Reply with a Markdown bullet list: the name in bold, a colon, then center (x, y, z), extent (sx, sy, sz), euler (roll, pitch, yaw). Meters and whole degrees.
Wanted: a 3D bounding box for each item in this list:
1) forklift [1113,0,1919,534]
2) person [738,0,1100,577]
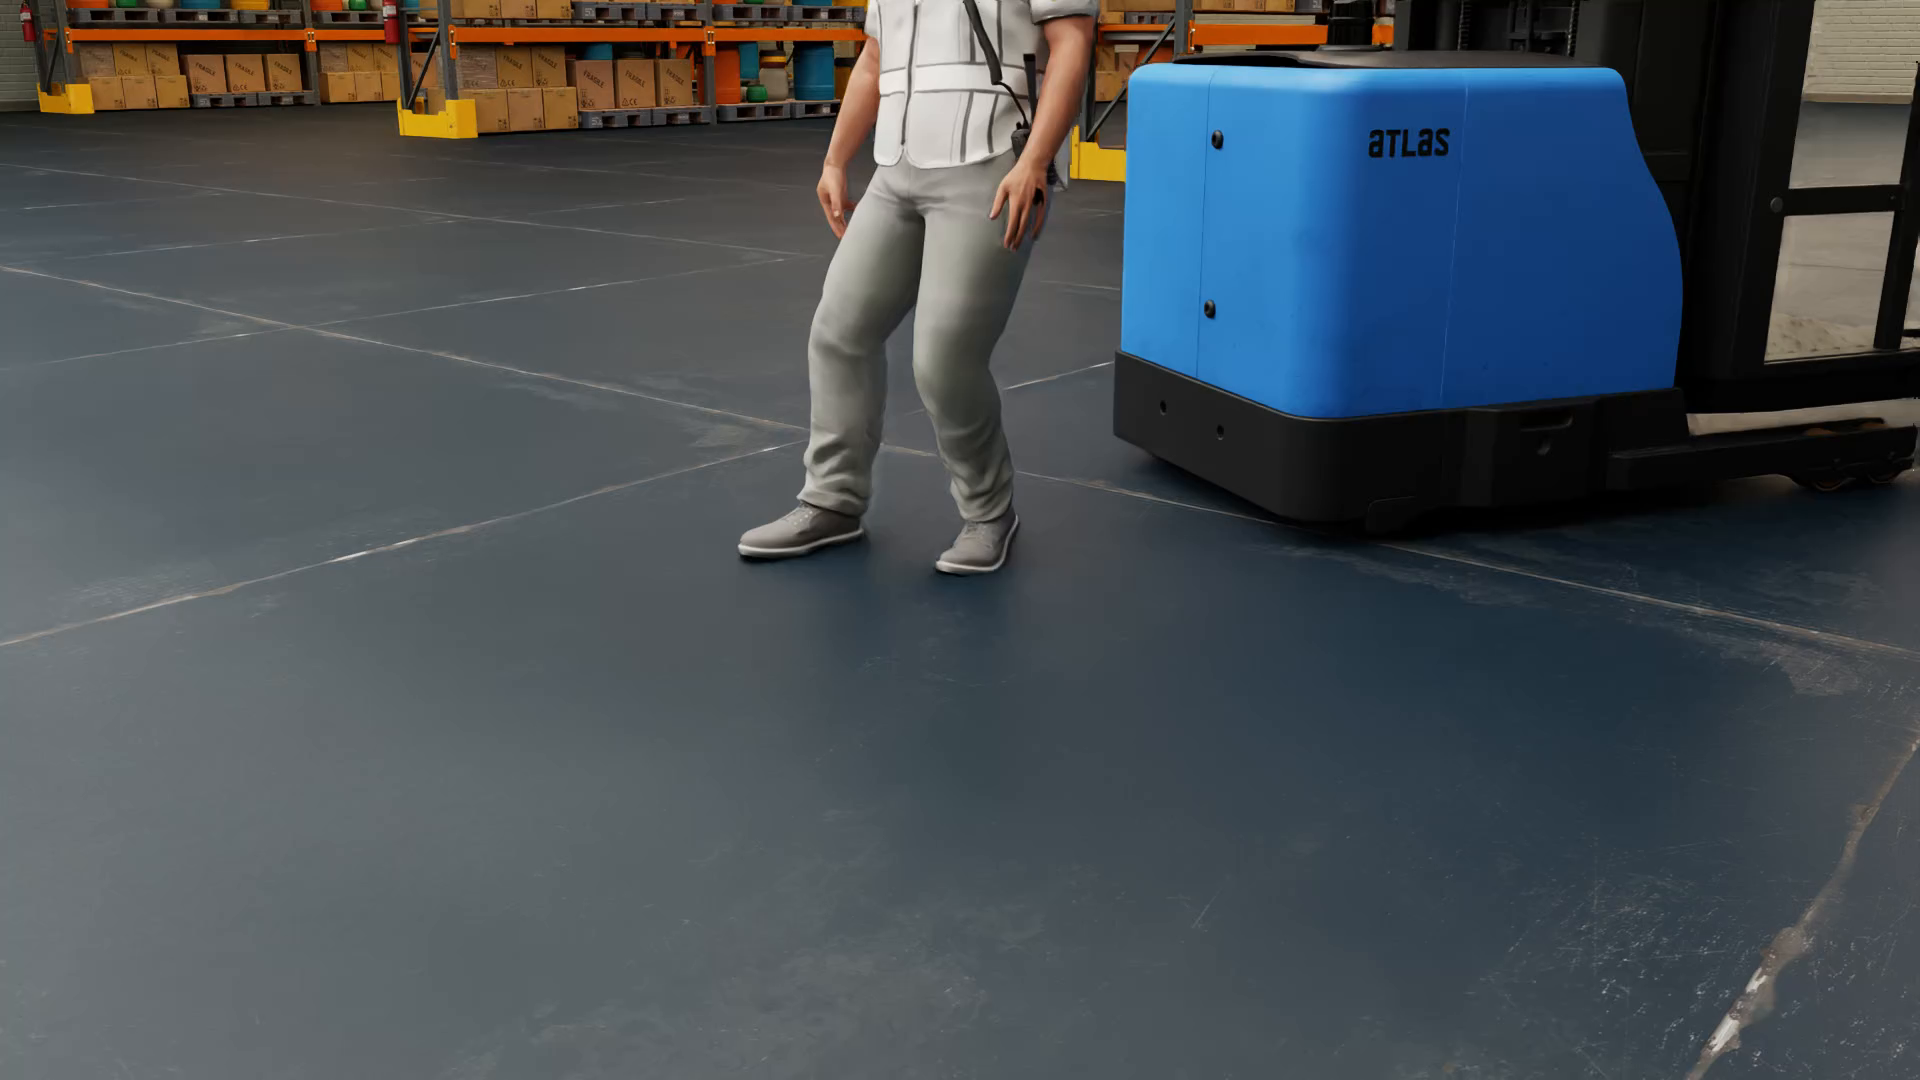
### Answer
- **forklift**: center (2.002, -1.666, 4.383), extent (3.031, 2.935, 1.130), euler (-6, 18, -20)
- **person**: center (-0.088, -0.776, 3.549), extent (0.602, 1.752, 0.698), euler (-16, 23, -42)
